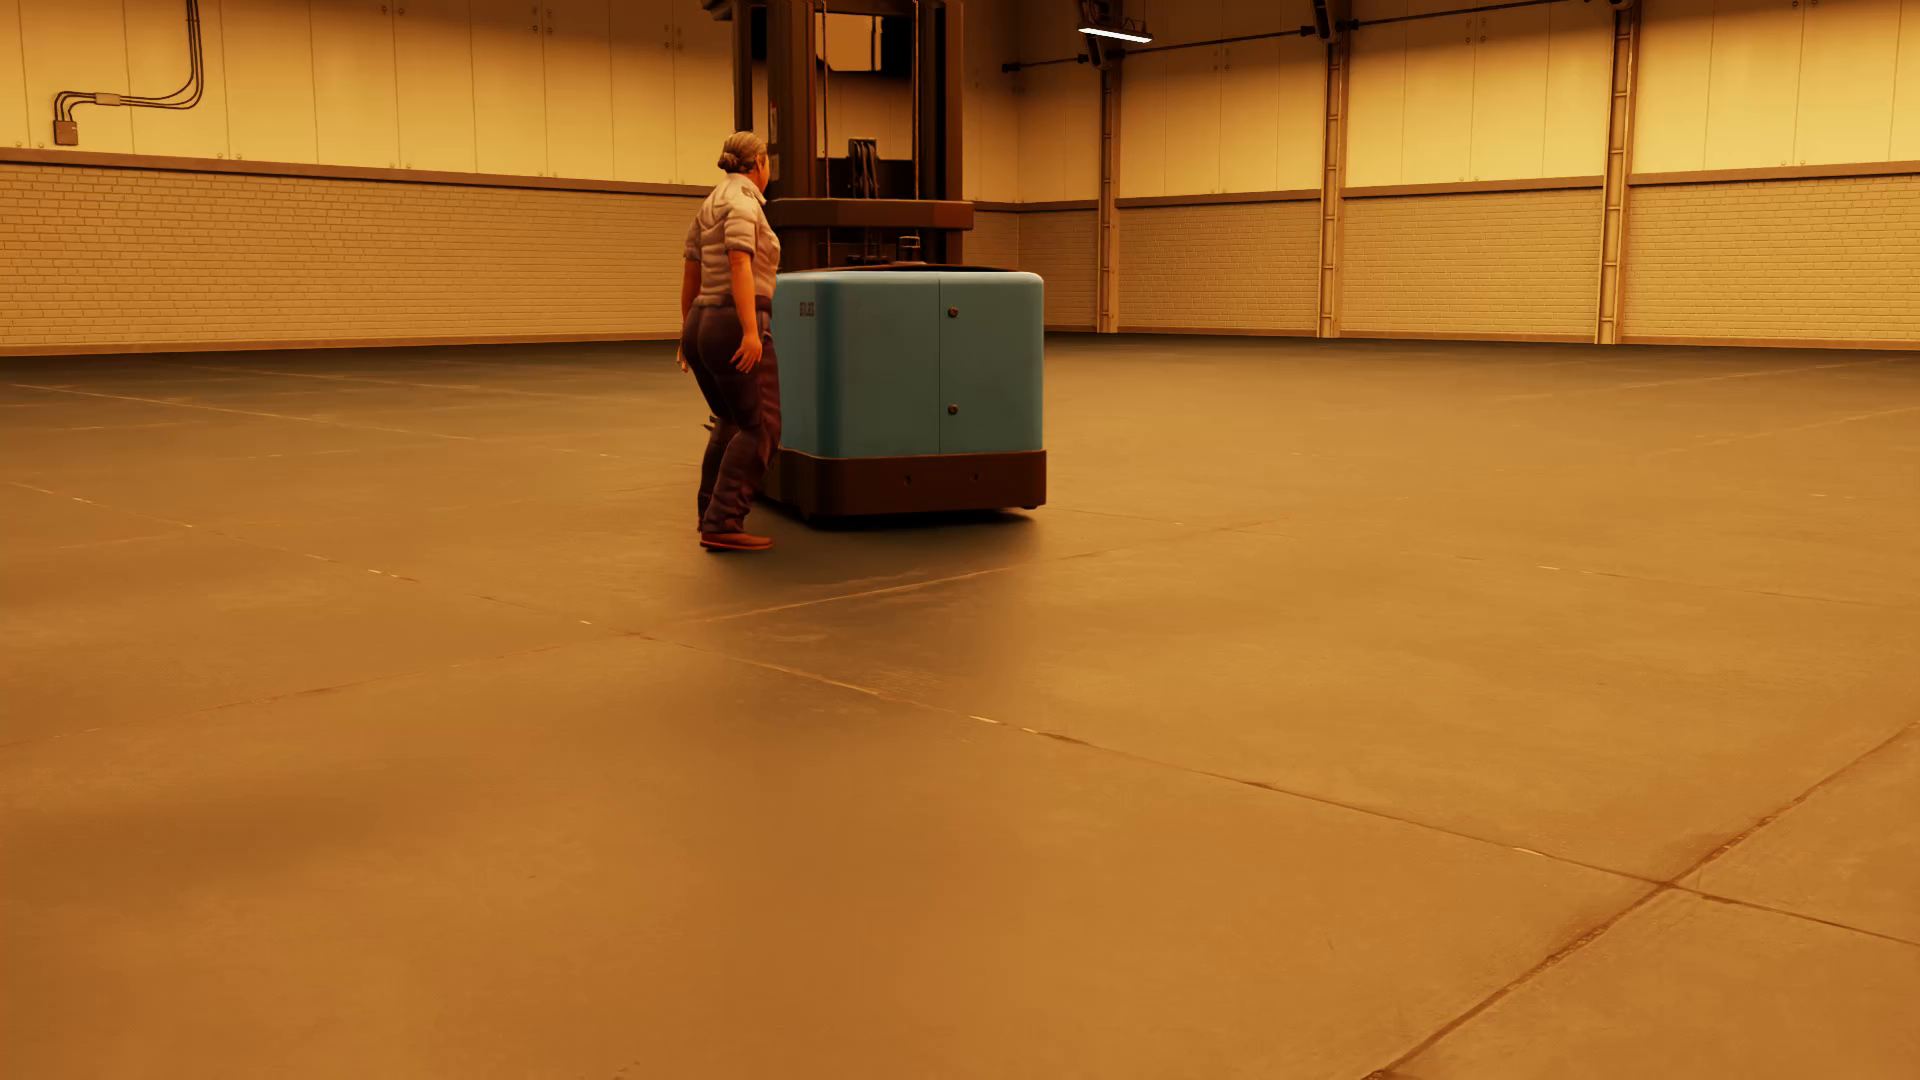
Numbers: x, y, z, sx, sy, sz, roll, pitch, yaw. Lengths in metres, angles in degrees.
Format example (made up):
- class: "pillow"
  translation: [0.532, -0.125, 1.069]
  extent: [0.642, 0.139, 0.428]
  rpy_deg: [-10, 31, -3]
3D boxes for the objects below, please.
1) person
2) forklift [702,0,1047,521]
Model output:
- class: "person"
  translation: [-0.916, -0.783, 6.547]
  extent: [0.385, 1.623, 0.821]
  rpy_deg: [-5, 10, -30]
- class: "forklift"
  translation: [-0.628, -1.710, 8.233]
  extent: [1.130, 2.935, 3.031]
  rpy_deg: [-3, 9, -21]
